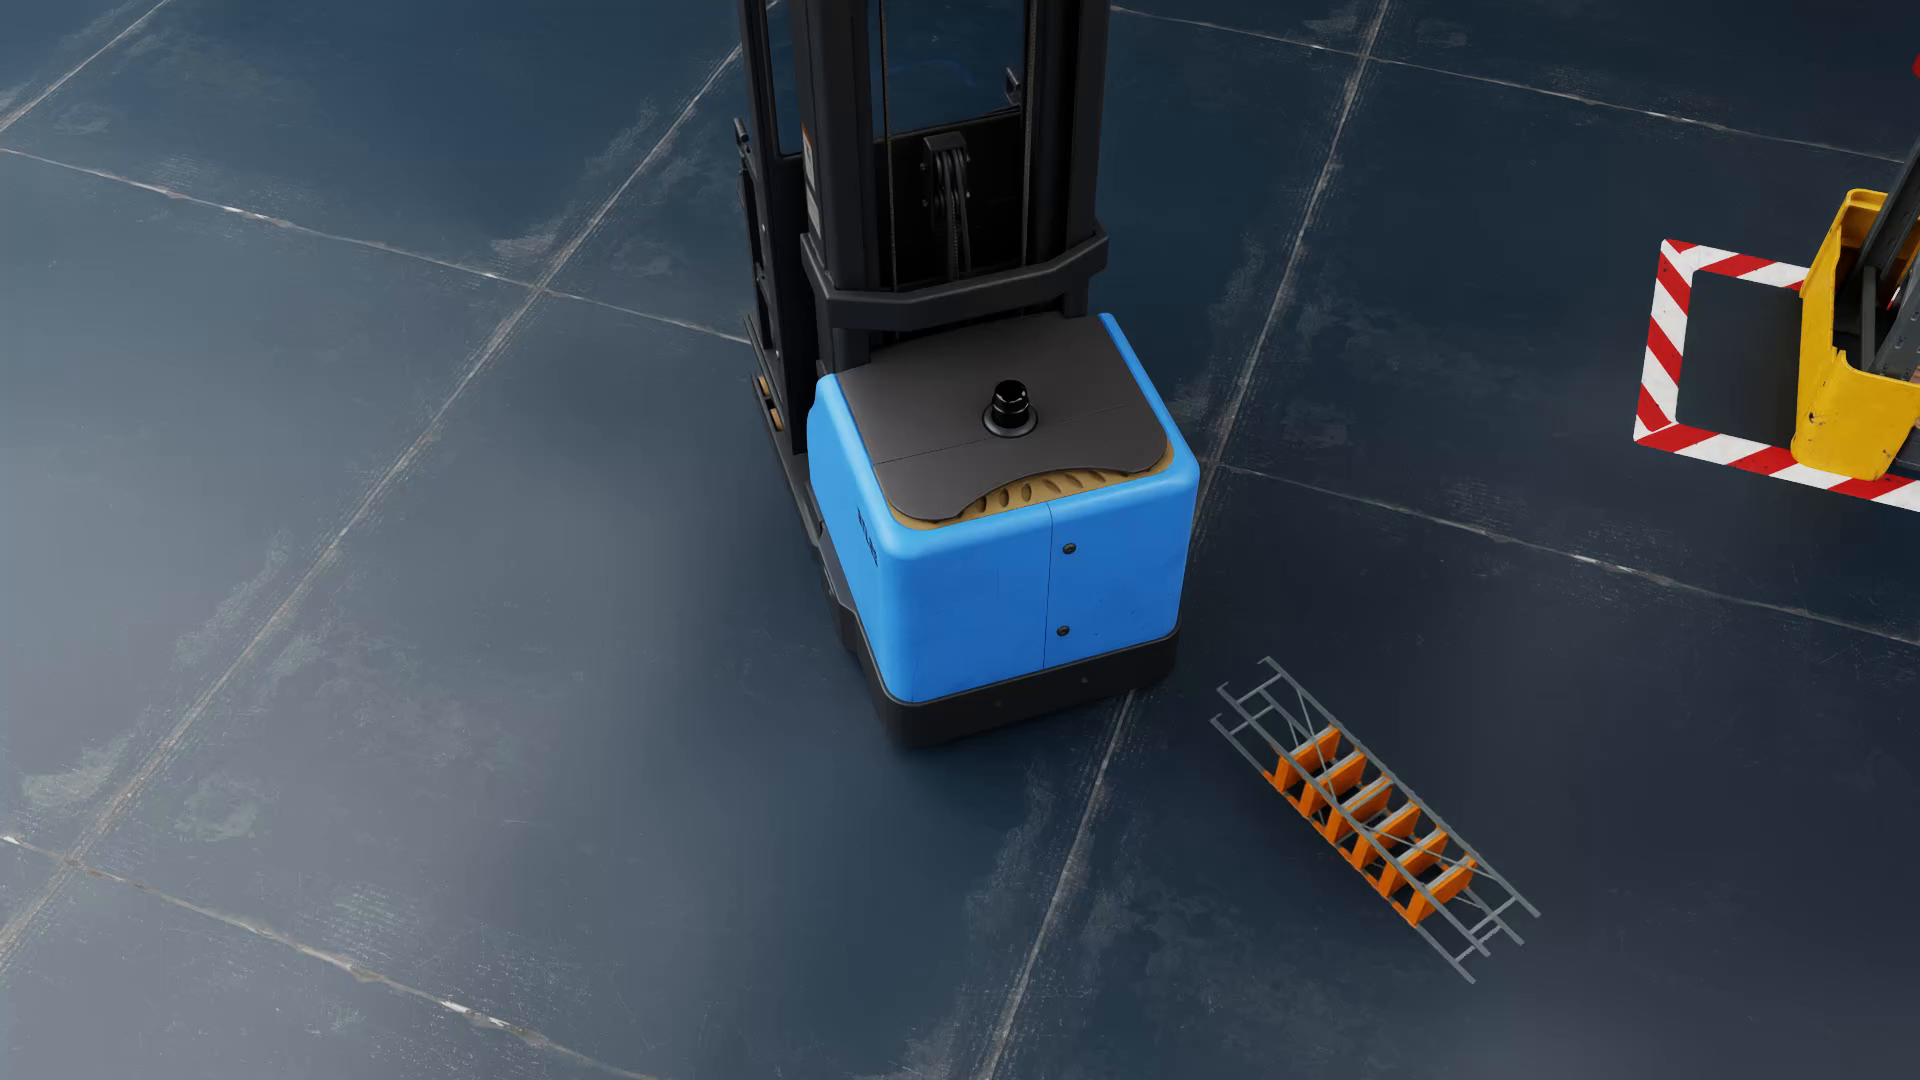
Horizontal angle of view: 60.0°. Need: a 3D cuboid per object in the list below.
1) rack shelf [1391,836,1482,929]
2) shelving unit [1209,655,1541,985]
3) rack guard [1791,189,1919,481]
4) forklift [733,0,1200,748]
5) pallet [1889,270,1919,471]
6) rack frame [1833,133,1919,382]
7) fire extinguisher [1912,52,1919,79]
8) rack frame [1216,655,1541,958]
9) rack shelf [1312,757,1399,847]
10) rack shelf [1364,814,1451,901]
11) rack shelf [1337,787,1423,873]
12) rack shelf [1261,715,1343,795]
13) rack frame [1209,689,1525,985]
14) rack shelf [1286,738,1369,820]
[{"bbox_3d":[1.490,1.069,5.196,0.258,0.180,0.103,-29,55,-23],"label":"rack shelf"},{"bbox_3d":[1.305,0.875,5.362,0.258,0.189,1.200,-29,55,-23],"label":"shelving unit"},{"bbox_3d":[3.616,-0.836,6.644,0.348,0.500,1.175,16,51,13],"label":"rack guard"},{"bbox_3d":[-0.195,-1.409,5.531,1.130,2.935,3.031,-14,51,-12],"label":"forklift"},{"bbox_3d":[4.370,-0.565,6.600,1.213,0.211,1.003,16,51,13],"label":"pallet"},{"bbox_3d":[3.638,-1.649,5.694,0.127,3.000,1.000,16,51,13],"label":"rack frame"},{"bbox_3d":[3.688,-1.983,6.035,0.183,0.674,0.296,16,51,13],"label":"fire extinguisher"},{"bbox_3d":[1.305,0.816,5.292,0.240,0.006,1.200,-29,55,-23],"label":"rack frame"},{"bbox_3d":[1.278,0.848,5.385,0.258,0.180,0.103,-29,55,-23],"label":"rack shelf"},{"bbox_3d":[1.419,0.996,5.259,0.258,0.180,0.103,-29,55,-23],"label":"rack shelf"},{"bbox_3d":[1.349,0.922,5.322,0.258,0.180,0.103,-29,55,-23],"label":"rack shelf"},{"bbox_3d":[1.137,0.700,5.511,0.258,0.180,0.103,-29,55,-23],"label":"rack shelf"},{"bbox_3d":[1.304,0.935,5.431,0.240,0.006,1.200,-29,55,-23],"label":"rack frame"},{"bbox_3d":[1.208,0.774,5.448,0.258,0.180,0.103,-29,55,-23],"label":"rack shelf"}]
